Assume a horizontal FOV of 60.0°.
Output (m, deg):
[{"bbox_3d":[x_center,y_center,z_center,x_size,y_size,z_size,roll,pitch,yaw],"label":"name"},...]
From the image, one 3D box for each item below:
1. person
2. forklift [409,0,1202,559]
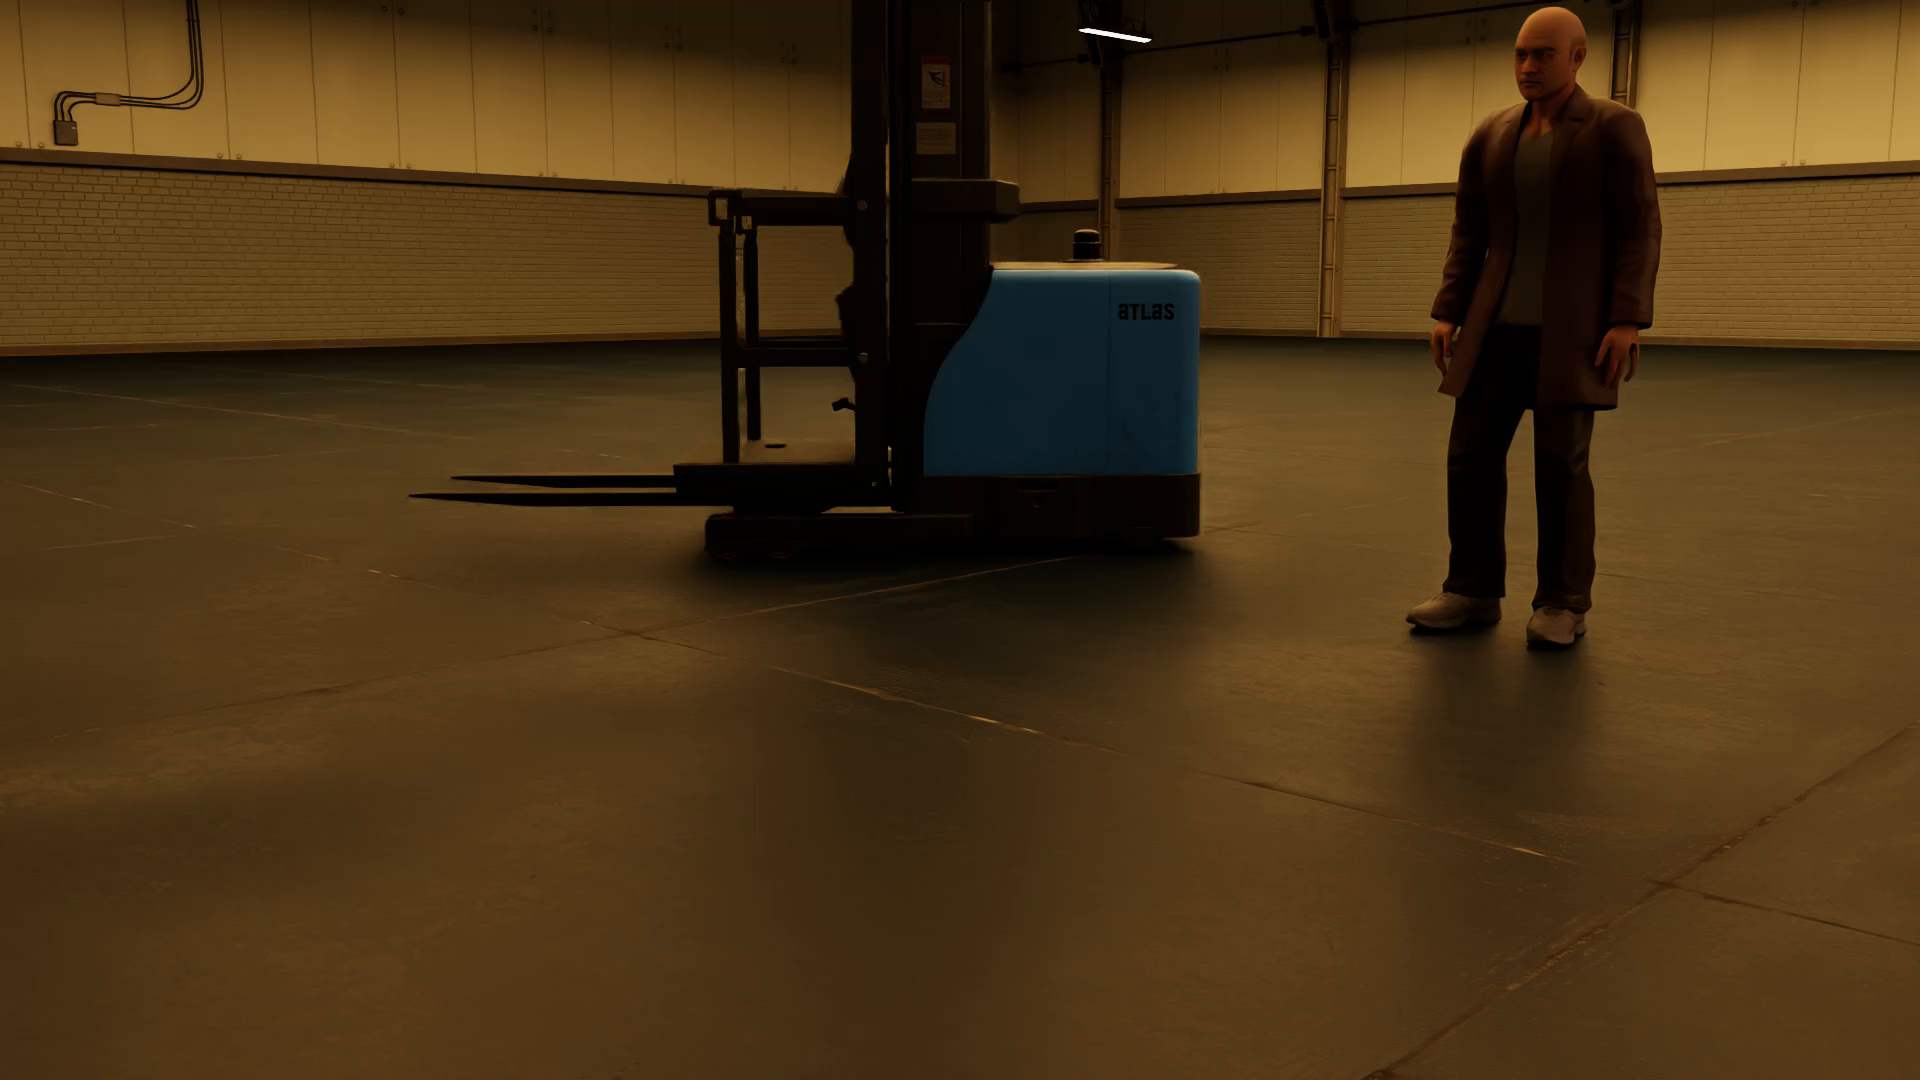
[{"bbox_3d":[1.647,-0.603,4.771,0.438,1.772,0.659,-8,12,-44],"label":"person"},{"bbox_3d":[-0.608,-1.458,6.553,3.031,2.935,1.130,0,9,-2],"label":"forklift"}]
